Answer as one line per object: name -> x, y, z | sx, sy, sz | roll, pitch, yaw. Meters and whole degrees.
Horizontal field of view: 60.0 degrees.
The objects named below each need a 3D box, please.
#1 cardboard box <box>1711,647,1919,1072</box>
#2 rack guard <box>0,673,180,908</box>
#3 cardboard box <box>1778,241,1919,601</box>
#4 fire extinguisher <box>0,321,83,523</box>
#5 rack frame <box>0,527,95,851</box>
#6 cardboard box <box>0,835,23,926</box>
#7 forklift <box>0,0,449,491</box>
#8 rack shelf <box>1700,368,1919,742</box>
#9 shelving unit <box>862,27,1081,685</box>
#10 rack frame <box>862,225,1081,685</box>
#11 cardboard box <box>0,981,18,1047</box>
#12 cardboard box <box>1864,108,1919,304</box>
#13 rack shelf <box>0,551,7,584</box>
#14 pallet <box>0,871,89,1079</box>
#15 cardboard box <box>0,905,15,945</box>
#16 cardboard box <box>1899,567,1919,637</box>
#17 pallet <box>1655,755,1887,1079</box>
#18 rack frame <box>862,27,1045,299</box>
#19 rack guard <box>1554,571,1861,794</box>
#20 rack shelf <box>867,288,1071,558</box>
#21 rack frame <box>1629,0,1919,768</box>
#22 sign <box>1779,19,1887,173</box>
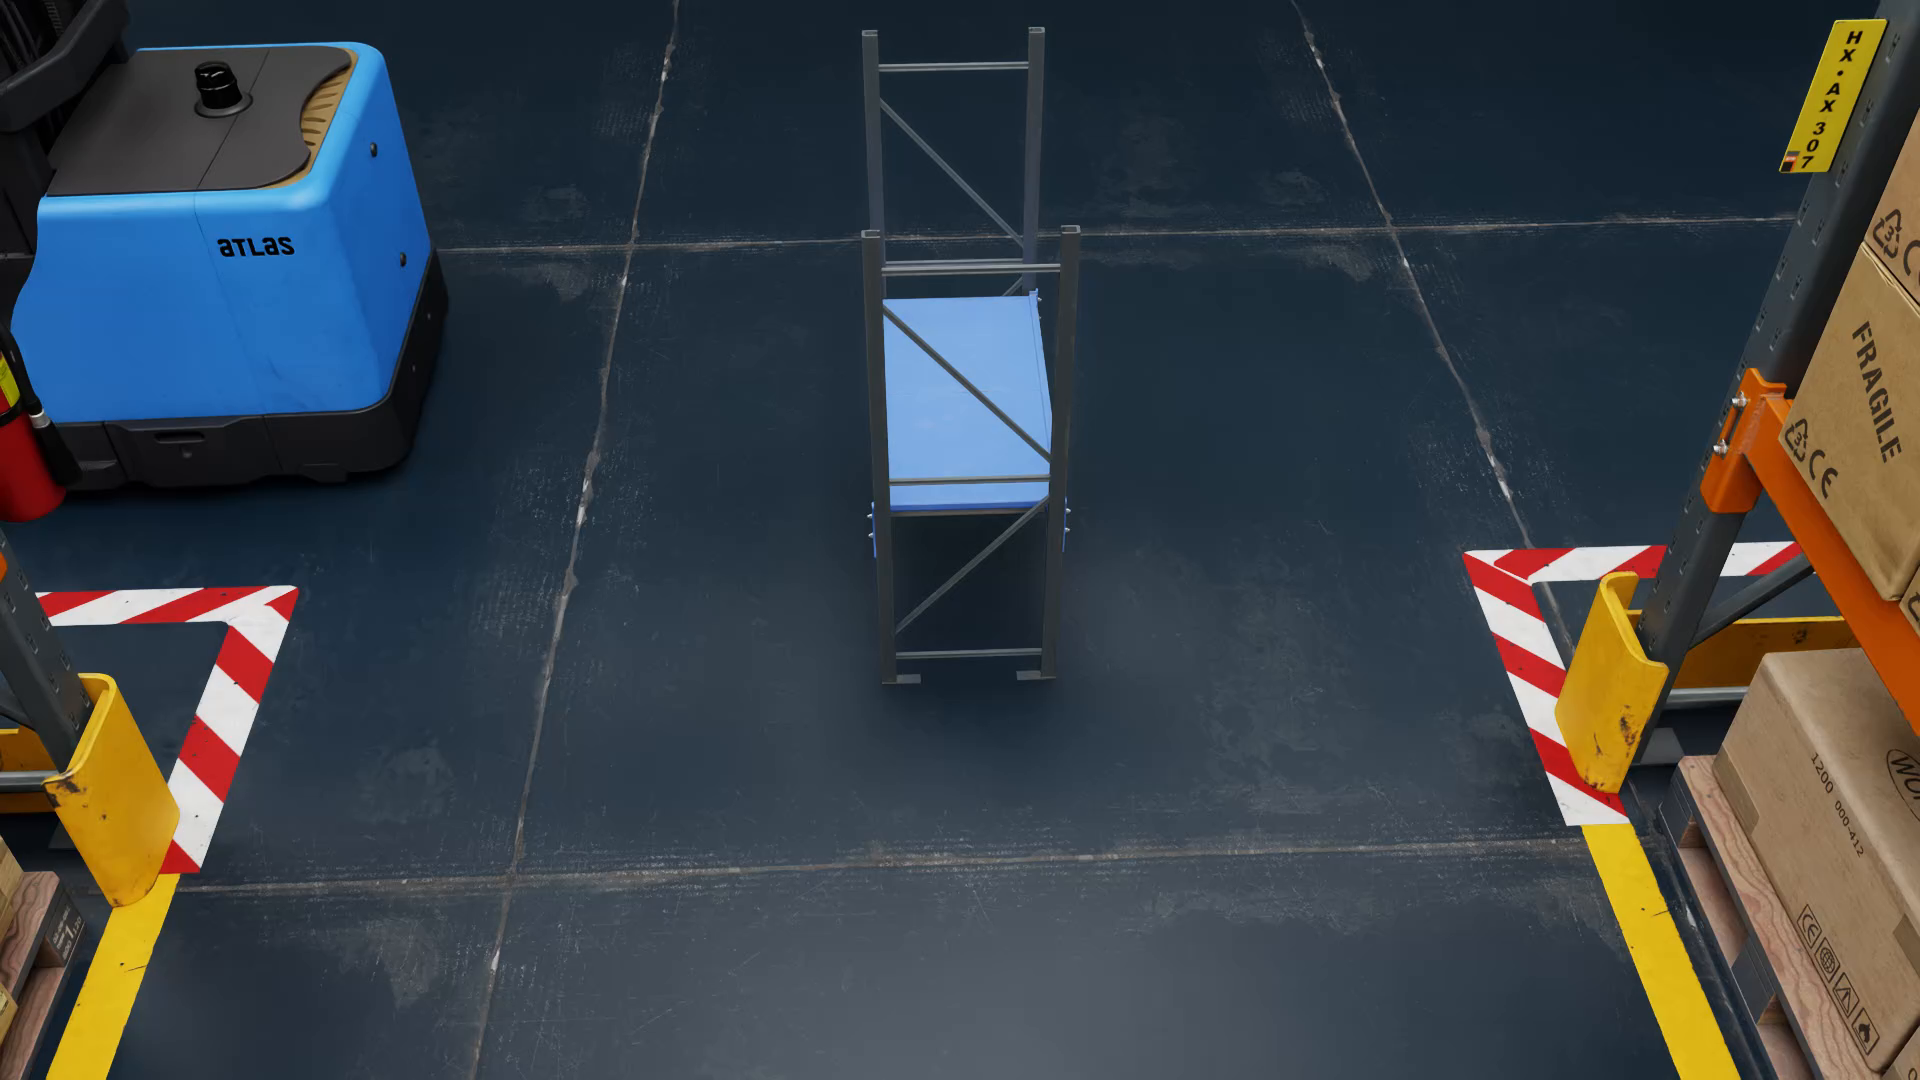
cardboard box -> 2.402, 0.698, 3.854 | 0.875, 0.438, 0.875 | -3, 43, -3
rack guard -> -2.664, 0.648, 4.173 | 1.175, 0.500, 0.348 | -2, 43, -2
cardboard box -> 2.008, -0.239, 3.217 | 0.500, 0.500, 0.500 | -2, 43, -2
fire extinguisher -> -2.217, -0.342, 3.736 | 0.296, 0.674, 0.183 | -2, 43, -2
rack frame -> -2.667, -0.325, 3.384 | 1.000, 3.000, 0.127 | -2, 43, -2
cardboard box -> -2.360, 0.810, 3.725 | 0.380, 0.149, 0.250 | -3, 43, -3
forklift -> -3.353, -1.538, 4.759 | 3.031, 2.935, 1.130 | -3, 43, -3
rack shelf -> 2.359, 1.081, 2.384 | 1.077, 0.370, 4.000 | -2, 43, -2
shelving unit -> 0.004, -0.495, 4.680 | 0.538, 1.500, 1.048 | -2, 43, -2
rack frame -> 0.025, -0.152, 4.306 | 0.500, 1.500, 0.032 | -2, 43, -2
cardboard box -> -2.324, 1.092, 3.638 | 0.380, 0.149, 0.250 | 0, 43, 0
cardboard box -> 2.010, -0.608, 2.879 | 0.500, 0.500, 0.500 | -3, 43, -3
rack shelf -> -2.582, 1.291, 2.154 | 1.077, 0.370, 4.000 | -2, 43, -2
pallet -> -2.665, 1.304, 3.671 | 1.003, 0.211, 1.213 | -2, 43, -2
cardboard box -> -2.436, 0.921, 3.824 | 0.380, 0.149, 0.250 | -1, 43, -1
cardboard box -> 2.057, 0.101, 2.846 | 0.500, 0.500, 0.500 | -2, 43, -2
pallet -> 2.386, 1.031, 3.969 | 1.003, 0.211, 1.213 | -2, 43, -2
rack frame -> -0.018, -0.838, 5.055 | 0.500, 1.500, 0.032 | -2, 43, -2
rack guard -> 2.273, 0.370, 4.476 | 1.175, 0.500, 0.348 | -2, 43, -2
rack shelf -> 0.004, -0.363, 4.802 | 0.538, 0.185, 1.000 | -2, 43, -2
rack frame -> 2.274, -0.535, 3.614 | 1.000, 3.000, 0.127 | -2, 43, -2
sign -> 1.719, -0.871, 3.281 | 0.100, 0.325, 0.005 | -2, 43, -2
